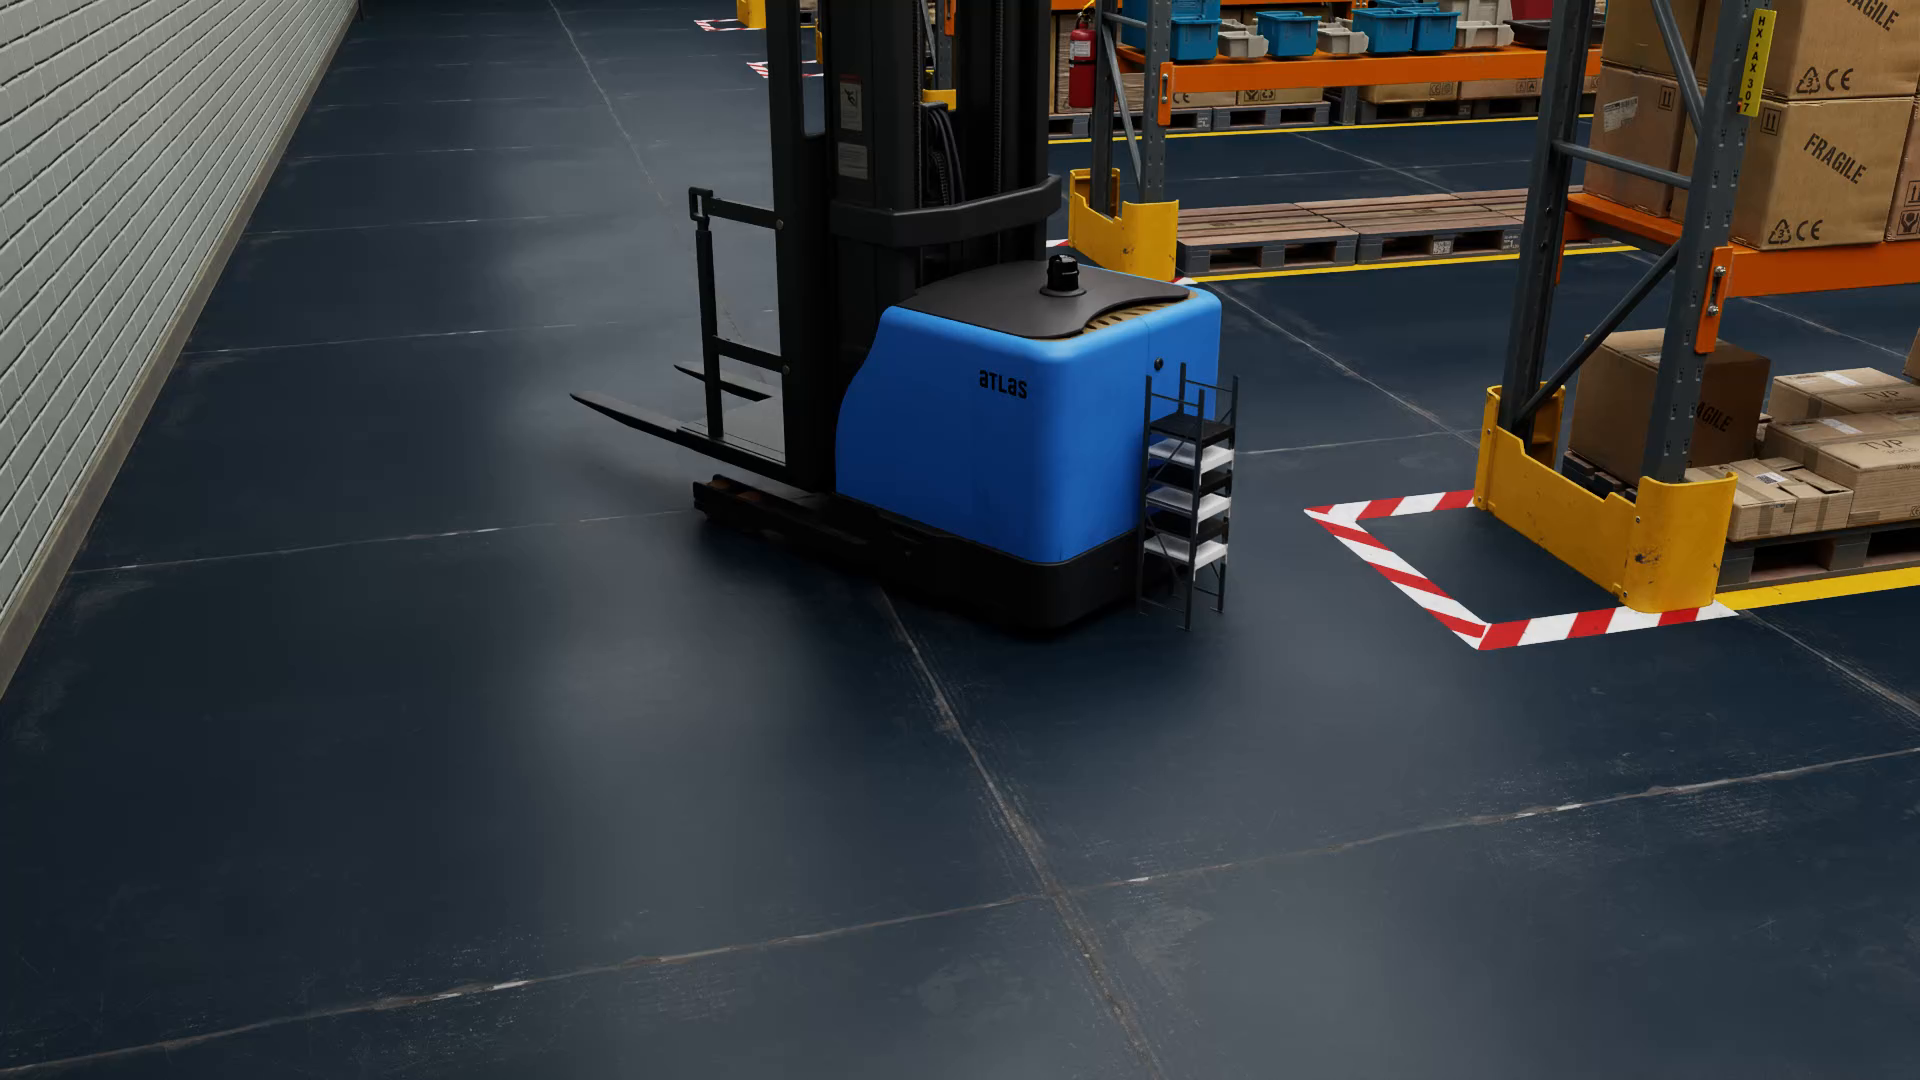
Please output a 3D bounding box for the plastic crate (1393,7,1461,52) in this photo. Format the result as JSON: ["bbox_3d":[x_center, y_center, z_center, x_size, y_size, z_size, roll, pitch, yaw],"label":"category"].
[{"bbox_3d":[2.951,-3.242,10.555,0.300,0.233,0.416,-6,24,-14],"label":"plastic crate"}]

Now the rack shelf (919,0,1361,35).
[{"bbox_3d":[1.655,-4.980,15.383,4.000,0.370,1.077,-6,24,-14],"label":"rack shelf"}]

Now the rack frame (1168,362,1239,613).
[{"bbox_3d":[0.866,-0.179,5.944,0.240,0.900,0.006,20,30,38],"label":"rack frame"}]

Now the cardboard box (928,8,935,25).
[{"bbox_3d":[-0.407,-6.128,19.474,0.250,0.149,0.380,-6,24,-15],"label":"cardboard box"}]

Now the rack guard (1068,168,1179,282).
[{"bbox_3d":[1.048,-2.061,10.838,0.348,0.500,1.175,-6,24,-14],"label":"rack guard"}]

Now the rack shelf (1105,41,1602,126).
[{"bbox_3d":[2.993,-3.100,11.001,4.000,0.370,1.077,-6,24,-14],"label":"rack shelf"}]

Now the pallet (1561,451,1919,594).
[{"bbox_3d":[3.242,-0.148,6.746,1.213,0.211,1.003,-6,24,-14],"label":"pallet"}]

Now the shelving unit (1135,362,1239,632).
[{"bbox_3d":[0.797,-0.149,5.875,0.258,0.900,0.210,20,30,38],"label":"shelving unit"}]

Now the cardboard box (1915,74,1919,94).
[{"bbox_3d":[3.401,-1.848,5.775,0.500,0.500,0.500,-6,24,-14],"label":"cardboard box"}]

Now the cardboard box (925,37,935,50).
[{"bbox_3d":[-0.455,-5.897,19.690,0.250,0.149,0.380,-6,24,-14],"label":"cardboard box"}]

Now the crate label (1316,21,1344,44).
[{"bbox_3d":[2.348,-3.344,10.915,0.243,0.136,0.396,-6,24,-14],"label":"crate label"}]

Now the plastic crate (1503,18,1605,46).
[{"bbox_3d":[3.913,-3.324,10.882,0.590,0.125,0.437,-6,24,-14],"label":"plastic crate"}]

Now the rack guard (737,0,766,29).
[{"bbox_3d":[-2.971,-7.709,24.000,0.348,0.500,1.175,-6,24,-14],"label":"rack guard"}]

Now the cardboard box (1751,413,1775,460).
[{"bbox_3d":[3.273,-0.397,6.824,0.250,0.166,0.380,-6,24,-14],"label":"cardboard box"}]

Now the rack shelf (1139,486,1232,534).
[{"bbox_3d":[0.797,-0.119,5.888,0.258,0.077,0.200,20,30,38],"label":"rack shelf"}]

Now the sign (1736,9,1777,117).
[{"bbox_3d":[2.548,-1.528,5.328,0.005,0.325,0.100,-6,24,-14],"label":"sign"}]

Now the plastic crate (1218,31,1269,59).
[{"bbox_3d":[1.725,-3.028,10.179,0.298,0.136,0.250,-6,24,-14],"label":"plastic crate"}]

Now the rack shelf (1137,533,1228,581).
[{"bbox_3d":[0.797,0.047,5.959,0.258,0.077,0.200,20,30,38],"label":"rack shelf"}]

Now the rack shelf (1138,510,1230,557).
[{"bbox_3d":[0.797,-0.036,5.923,0.258,0.077,0.200,20,30,38],"label":"rack shelf"}]

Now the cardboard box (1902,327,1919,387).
[{"bbox_3d":[4.445,-0.616,6.906,0.637,0.503,0.797,-6,24,-14],"label":"cardboard box"}]

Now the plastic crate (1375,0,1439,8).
[{"bbox_3d":[2.975,-3.484,11.120,0.300,0.233,0.416,-6,24,-14],"label":"plastic crate"}]

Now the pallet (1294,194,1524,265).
[{"bbox_3d":[3.044,-2.138,11.382,1.213,0.211,1.003,-6,24,-14],"label":"pallet"}]

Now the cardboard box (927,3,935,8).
[{"bbox_3d":[-0.333,-6.385,20.073,0.250,0.149,0.380,-7,24,-16],"label":"cardboard box"}]

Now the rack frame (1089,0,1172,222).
[{"bbox_3d":[1.067,-3.218,10.362,0.127,3.000,1.000,-6,24,-14],"label":"rack frame"}]

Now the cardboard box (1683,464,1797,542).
[{"bbox_3d":[2.898,-0.143,6.254,0.250,0.149,0.380,-6,24,-14],"label":"cardboard box"}]

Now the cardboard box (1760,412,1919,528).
[{"bbox_3d":[3.483,-0.279,6.442,0.500,0.250,0.500,-6,24,-14],"label":"cardboard box"}]

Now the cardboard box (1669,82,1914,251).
[{"bbox_3d":[2.900,-1.330,5.836,0.500,0.500,0.500,-6,24,-13],"label":"cardboard box"}]

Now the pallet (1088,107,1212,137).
[{"bbox_3d":[1.651,-4.060,15.862,1.213,0.211,1.003,-6,24,-14],"label":"pallet"}]

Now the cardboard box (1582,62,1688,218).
[{"bbox_3d":[2.759,-1.534,6.311,0.500,0.500,0.500,-6,24,-13],"label":"cardboard box"}]

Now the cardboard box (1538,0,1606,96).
[{"bbox_3d":[5.902,-5.009,16.700,0.875,0.875,1.225,-6,24,-14],"label":"cardboard box"}]

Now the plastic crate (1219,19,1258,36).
[{"bbox_3d":[1.804,-3.280,10.765,0.243,0.136,0.396,-6,24,-14],"label":"plastic crate"}]

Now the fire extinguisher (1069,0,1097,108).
[{"bbox_3d":[0.799,-3.167,10.816,0.183,0.674,0.296,-6,24,-14],"label":"fire extinguisher"}]

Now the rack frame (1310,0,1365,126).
[{"bbox_3d":[3.581,-5.524,15.738,0.127,3.000,1.000,-6,24,-14],"label":"rack frame"}]

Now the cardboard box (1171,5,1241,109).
[{"bbox_3d":[2.057,-4.605,15.758,0.875,0.875,0.875,-6,24,-14],"label":"cardboard box"}]

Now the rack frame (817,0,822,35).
[{"bbox_3d":[-1.513,-6.992,19.159,0.127,3.000,1.000,-6,24,-14],"label":"rack frame"}]

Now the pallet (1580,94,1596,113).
[{"bbox_3d":[6.653,-4.613,17.152,1.213,0.211,1.003,-6,24,-14],"label":"pallet"}]

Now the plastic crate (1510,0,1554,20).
[{"bbox_3d":[3.991,-3.701,11.331,0.583,0.464,0.402,-6,24,-14],"label":"plastic crate"}]

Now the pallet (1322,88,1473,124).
[{"bbox_3d":[4.303,-4.353,16.546,1.213,0.211,1.003,-6,24,-14],"label":"pallet"}]

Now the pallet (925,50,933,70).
[{"bbox_3d":[-0.648,-5.792,19.898,1.213,0.211,1.003,-6,24,-14],"label":"pallet"}]

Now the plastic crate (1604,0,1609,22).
[{"bbox_3d":[4.561,-3.485,10.929,0.575,0.384,0.392,-6,24,-14],"label":"plastic crate"}]

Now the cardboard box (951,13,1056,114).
[{"bbox_3d":[0.324,-4.413,15.311,0.875,0.875,0.875,-6,24,-14],"label":"cardboard box"}]

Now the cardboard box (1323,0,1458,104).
[{"bbox_3d":[4.191,-4.816,16.251,0.875,0.875,1.225,-6,24,-14],"label":"cardboard box"}]

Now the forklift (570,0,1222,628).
[{"bbox_3d":[-0.460,-1.512,6.475,3.031,2.935,1.130,20,30,38],"label":"forklift"}]

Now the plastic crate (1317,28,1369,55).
[{"bbox_3d":[2.378,-3.100,10.347,0.298,0.136,0.250,-6,24,-14],"label":"plastic crate"}]
